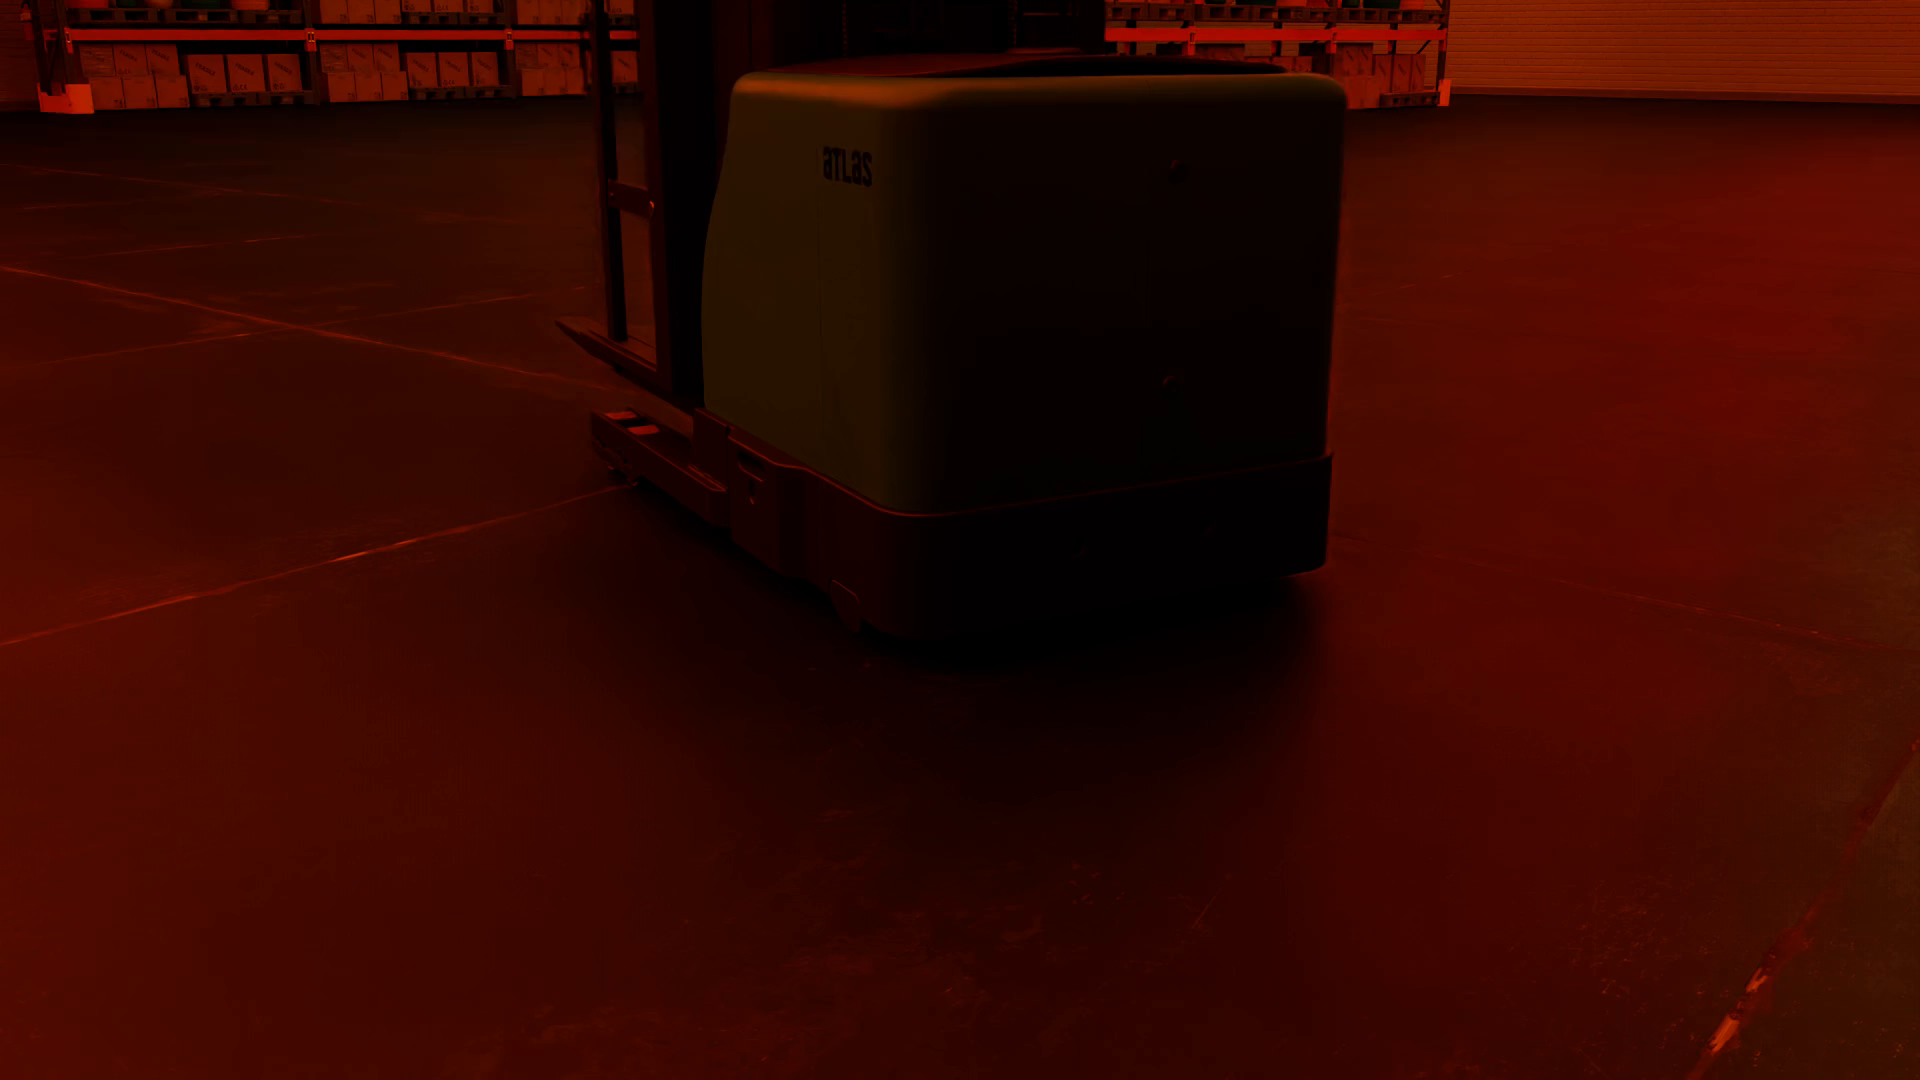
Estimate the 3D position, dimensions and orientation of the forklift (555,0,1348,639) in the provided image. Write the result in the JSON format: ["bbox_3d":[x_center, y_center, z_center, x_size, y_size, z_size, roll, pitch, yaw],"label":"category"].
[{"bbox_3d":[-0.359,-1.597,4.157,1.130,2.935,3.031,-9,19,-27],"label":"forklift"}]
